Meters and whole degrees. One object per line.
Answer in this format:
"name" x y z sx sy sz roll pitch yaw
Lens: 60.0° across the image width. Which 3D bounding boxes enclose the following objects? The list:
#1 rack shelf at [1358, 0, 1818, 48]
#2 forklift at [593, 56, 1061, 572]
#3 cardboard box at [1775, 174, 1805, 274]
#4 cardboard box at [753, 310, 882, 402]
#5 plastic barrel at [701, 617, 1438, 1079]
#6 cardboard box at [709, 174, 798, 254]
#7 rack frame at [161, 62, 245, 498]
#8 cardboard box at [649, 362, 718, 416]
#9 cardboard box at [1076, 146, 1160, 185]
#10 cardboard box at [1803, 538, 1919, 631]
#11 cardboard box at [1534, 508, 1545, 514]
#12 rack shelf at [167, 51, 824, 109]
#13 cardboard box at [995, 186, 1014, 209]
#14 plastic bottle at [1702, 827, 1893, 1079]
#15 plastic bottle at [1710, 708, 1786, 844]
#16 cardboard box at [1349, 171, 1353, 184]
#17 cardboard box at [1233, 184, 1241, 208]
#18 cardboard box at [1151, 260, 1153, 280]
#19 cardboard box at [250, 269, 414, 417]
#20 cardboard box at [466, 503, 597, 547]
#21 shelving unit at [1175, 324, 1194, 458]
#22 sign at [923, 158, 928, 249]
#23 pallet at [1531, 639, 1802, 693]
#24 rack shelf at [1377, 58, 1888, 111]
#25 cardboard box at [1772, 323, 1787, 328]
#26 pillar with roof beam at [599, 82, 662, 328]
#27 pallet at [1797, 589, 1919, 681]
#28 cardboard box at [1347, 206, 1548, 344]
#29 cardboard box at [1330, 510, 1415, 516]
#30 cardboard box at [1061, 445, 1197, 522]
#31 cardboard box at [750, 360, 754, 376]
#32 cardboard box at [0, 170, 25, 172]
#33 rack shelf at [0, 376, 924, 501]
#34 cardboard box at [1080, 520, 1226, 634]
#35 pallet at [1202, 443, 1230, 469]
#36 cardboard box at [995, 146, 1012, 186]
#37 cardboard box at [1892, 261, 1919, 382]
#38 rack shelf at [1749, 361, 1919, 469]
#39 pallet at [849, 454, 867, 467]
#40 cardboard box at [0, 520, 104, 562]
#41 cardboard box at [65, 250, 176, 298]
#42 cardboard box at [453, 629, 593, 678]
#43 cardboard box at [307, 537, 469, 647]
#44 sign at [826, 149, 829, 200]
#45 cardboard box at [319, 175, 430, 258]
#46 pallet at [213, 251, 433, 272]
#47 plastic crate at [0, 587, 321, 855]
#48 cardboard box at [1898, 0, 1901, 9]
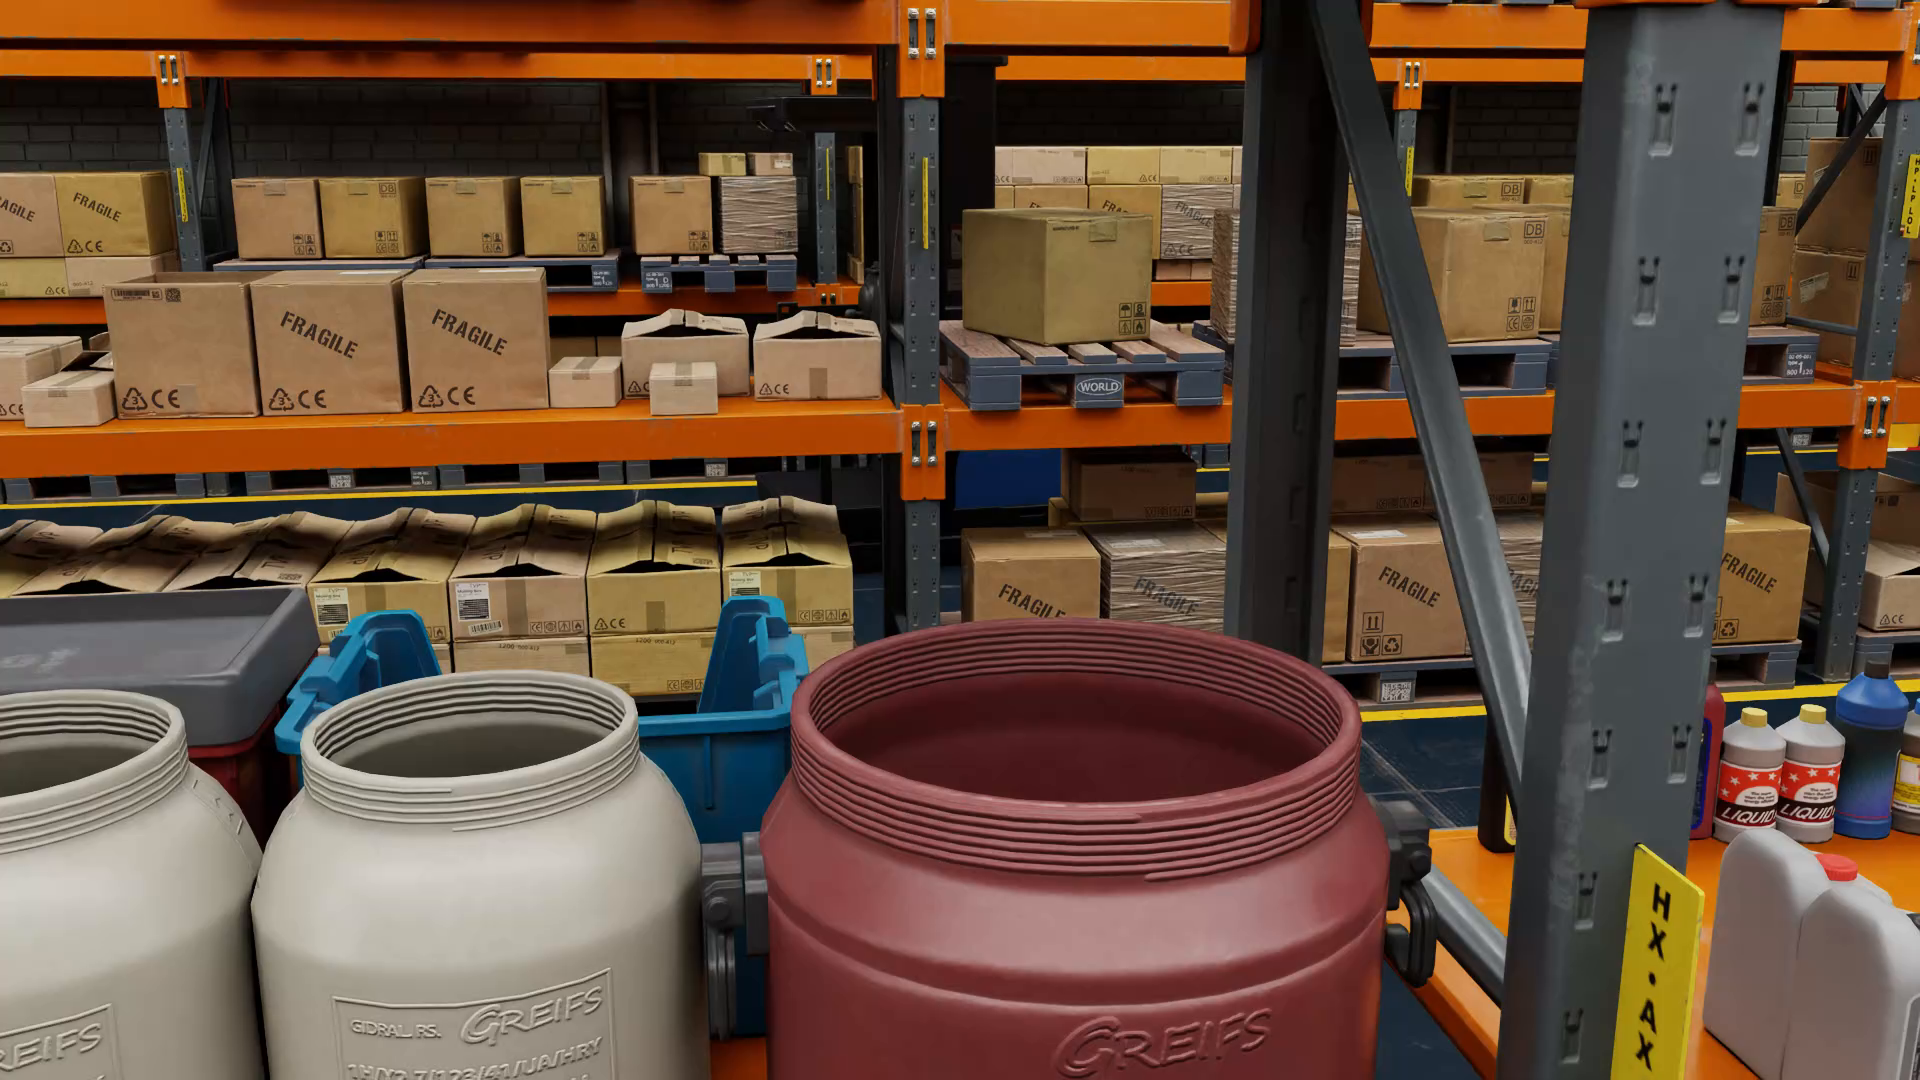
"rack shelf" 2.499 -0.792 2.027 4.000 0.370 1.077 -2 14 -8
"forklift" -0.604 -1.379 9.193 3.031 2.935 1.130 -4 15 -16
"cardboard box" 5.735 -2.382 12.438 0.700 0.700 0.980 -2 14 -9
"cardboard box" -0.579 -0.760 6.767 0.500 0.311 0.500 -1 14 -5
"plastic barrel" 0.107 0.410 1.641 0.708 0.536 0.600 -2 14 -8
"cardboard box" -1.418 -2.239 11.375 0.500 0.500 0.700 -4 15 -15
"rack frame" -4.910 -1.852 10.940 0.127 3.000 1.000 -2 14 -8
"cardboard box" -1.061 -0.585 6.403 0.250 0.149 0.380 -2 14 -8
"cardboard box" 1.061 -2.576 11.428 0.500 0.250 0.500 -2 14 -9
"cardboard box" 4.189 0.177 7.472 0.500 0.311 0.500 -2 14 -8
"cardboard box" 2.807 0.151 7.186 0.500 0.500 0.500 -2 14 -8
"rack shelf" -2.933 -3.030 10.952 4.000 0.370 1.077 -2 14 -8
"cardboard box" 0.083 -2.172 11.359 0.500 0.500 0.500 -2 14 -6
"plastic bottle" 0.974 0.472 1.929 0.135 0.276 0.152 -2 14 -8
"plastic bottle" 1.202 0.357 2.540 0.097 0.201 0.097 0 14 0
"cardboard box" 2.577 -2.630 11.641 0.500 0.250 0.500 -2 14 -7
"cardboard box" 2.079 -2.246 11.653 0.500 0.500 0.500 -2 14 -8
"cardboard box" 1.181 -1.907 11.635 0.250 0.149 0.380 -2 14 -7
"cardboard box" -2.391 -0.770 6.421 0.500 0.500 0.500 -2 14 -8
"cardboard box" -1.798 0.040 7.033 0.500 0.311 0.500 -2 14 -10
"shelving unit" 1.102 -0.663 9.900 0.503 1.200 0.258 -4 15 -16
"sign" -0.127 -1.234 6.094 0.005 0.325 0.100 -2 14 -8
"pallet" 2.943 0.441 7.531 1.213 0.211 1.003 -2 14 -8
"rack shelf" 4.978 -3.320 12.108 4.000 0.370 1.077 -2 14 -8
"cardboard box" 6.372 -1.596 12.861 0.250 0.149 0.380 -2 14 -8
"pillar with roof beam" -1.728 -4.032 7.301 0.400 9.000 9.100 -2 14 -8
"pallet" 4.421 0.378 7.783 1.213 0.211 1.003 -2 14 -8
"cardboard box" 2.004 -1.124 6.967 0.500 0.500 0.700 -6 15 -23
"cardboard box" 1.706 0.064 7.534 0.500 0.500 0.500 -3 14 -10
"cardboard box" 0.732 -0.264 7.299 0.500 0.250 0.500 -2 14 -6
"cardboard box" -1.659 -0.959 11.614 0.500 0.500 0.700 -2 14 -8
"cardboard box" -6.412 -2.151 10.859 0.500 0.500 0.500 -2 14 -7
"rack shelf" -2.191 -0.384 6.566 4.000 0.370 1.077 -2 14 -8
"cardboard box" 0.796 0.226 6.890 0.500 0.500 0.500 -3 14 -10
"pallet" 2.249 -0.743 12.251 1.213 0.211 1.003 -2 14 -8
"cardboard box" 0.064 -2.537 11.273 0.500 0.250 0.500 -2 14 -9
"cardboard box" 4.287 -0.952 7.145 0.500 0.500 0.500 -2 14 -7
"rack shelf" 5.720 -0.674 7.722 4.000 0.370 1.077 -2 14 -8
"pallet" -0.164 -0.655 11.899 1.213 0.211 1.003 -2 14 -8
"cardboard box" -3.811 0.114 6.738 0.500 0.311 0.500 -2 14 -8
"cardboard box" -5.334 -1.699 10.597 0.500 0.250 0.500 -2 14 -8
"cardboard box" -1.704 0.439 6.593 0.500 0.250 0.500 -2 14 -7
"cardboard box" -2.203 0.186 6.449 0.500 0.311 0.500 -2 14 -7
"sign" -0.865 -2.390 10.868 0.005 0.325 0.100 -2 14 -8
"cardboard box" -3.848 -2.143 10.989 0.500 0.500 0.700 -1 14 -3
"pallet" -4.133 -1.752 10.934 1.213 0.211 1.003 -2 14 -8
"plastic crate" -1.123 0.340 2.068 0.583 0.464 0.402 -2 14 -8
"cardboard box" 4.260 -2.291 6.831 0.500 0.250 0.500 -2 14 -8
